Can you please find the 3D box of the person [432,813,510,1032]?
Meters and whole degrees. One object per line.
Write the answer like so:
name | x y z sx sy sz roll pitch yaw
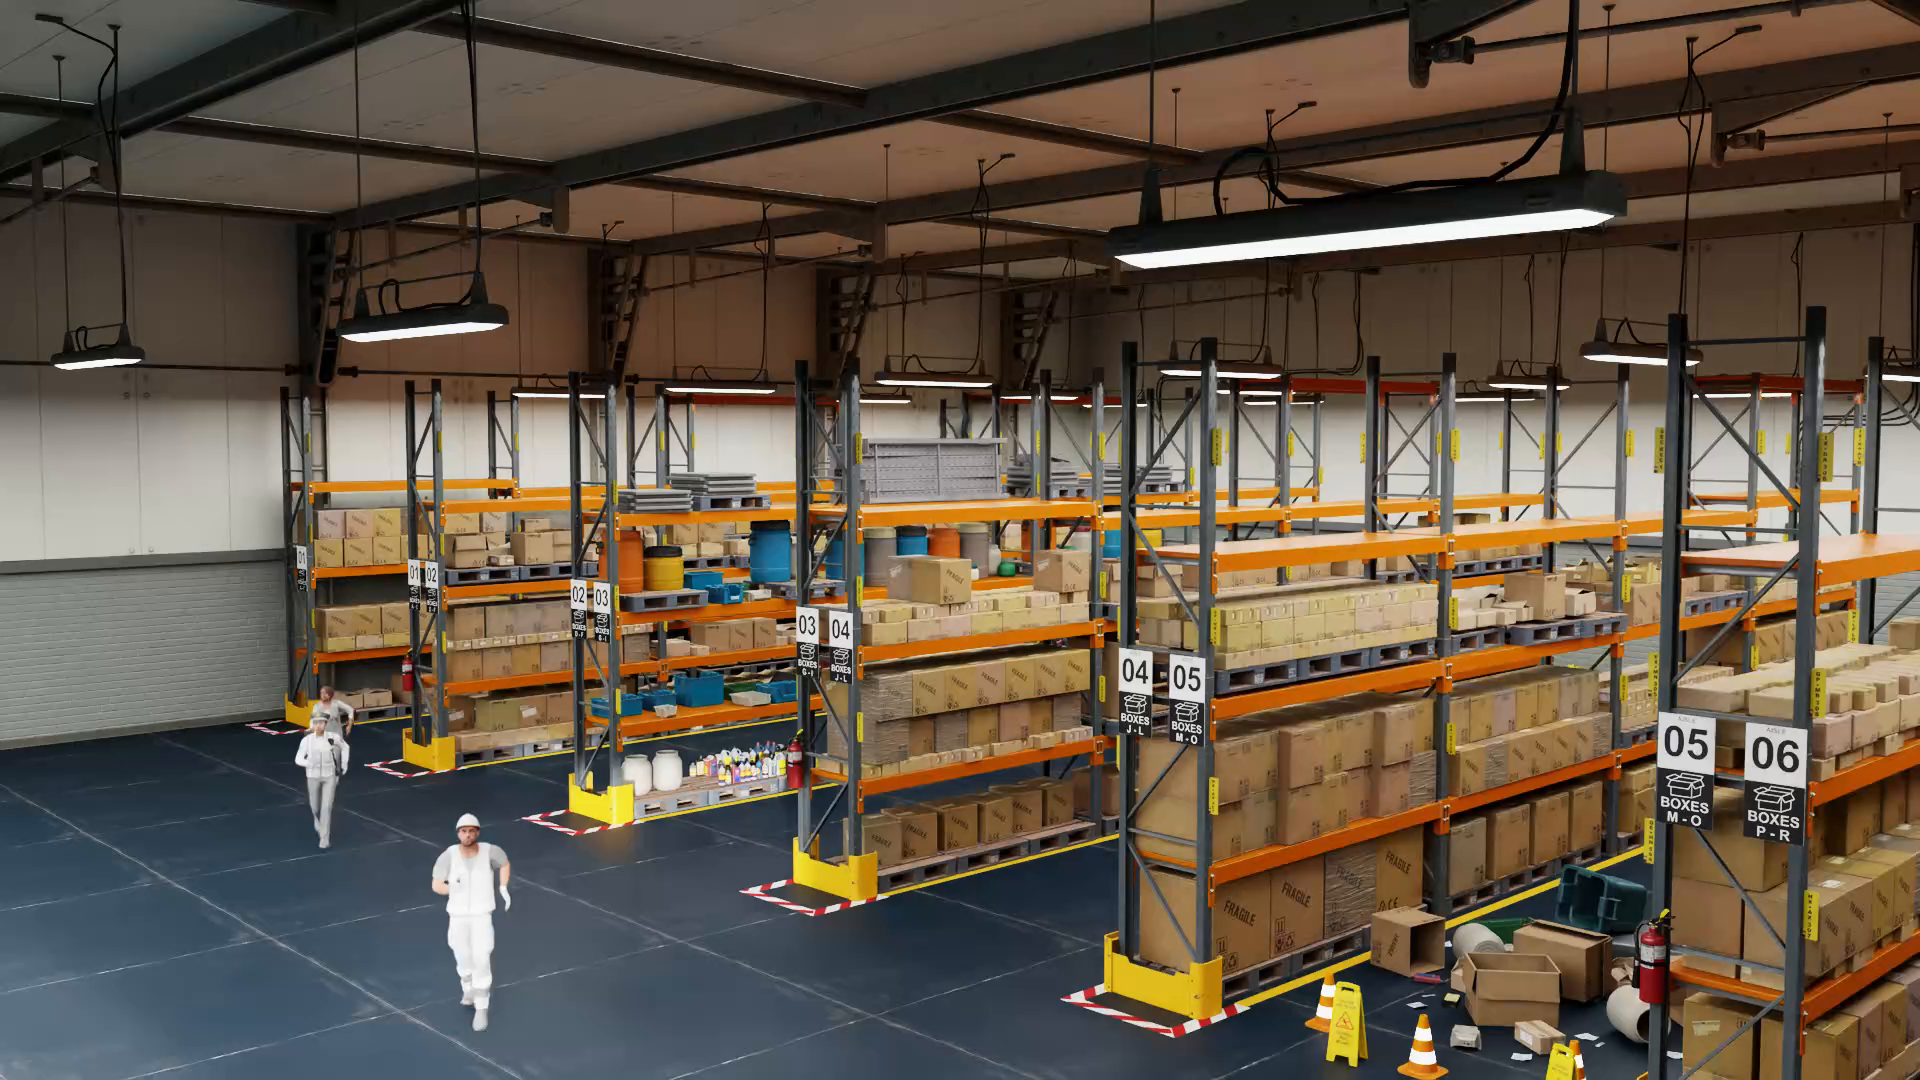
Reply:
person | -4.304 3.325 14.670 0.648 1.845 0.799 -1 4 -9

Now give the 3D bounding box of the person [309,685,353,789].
person | -8.998 2.849 23.798 0.559 1.555 0.760 -1 4 -10

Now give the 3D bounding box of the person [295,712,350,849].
person | -7.989 2.961 20.833 0.627 1.636 1.046 -1 4 -16
